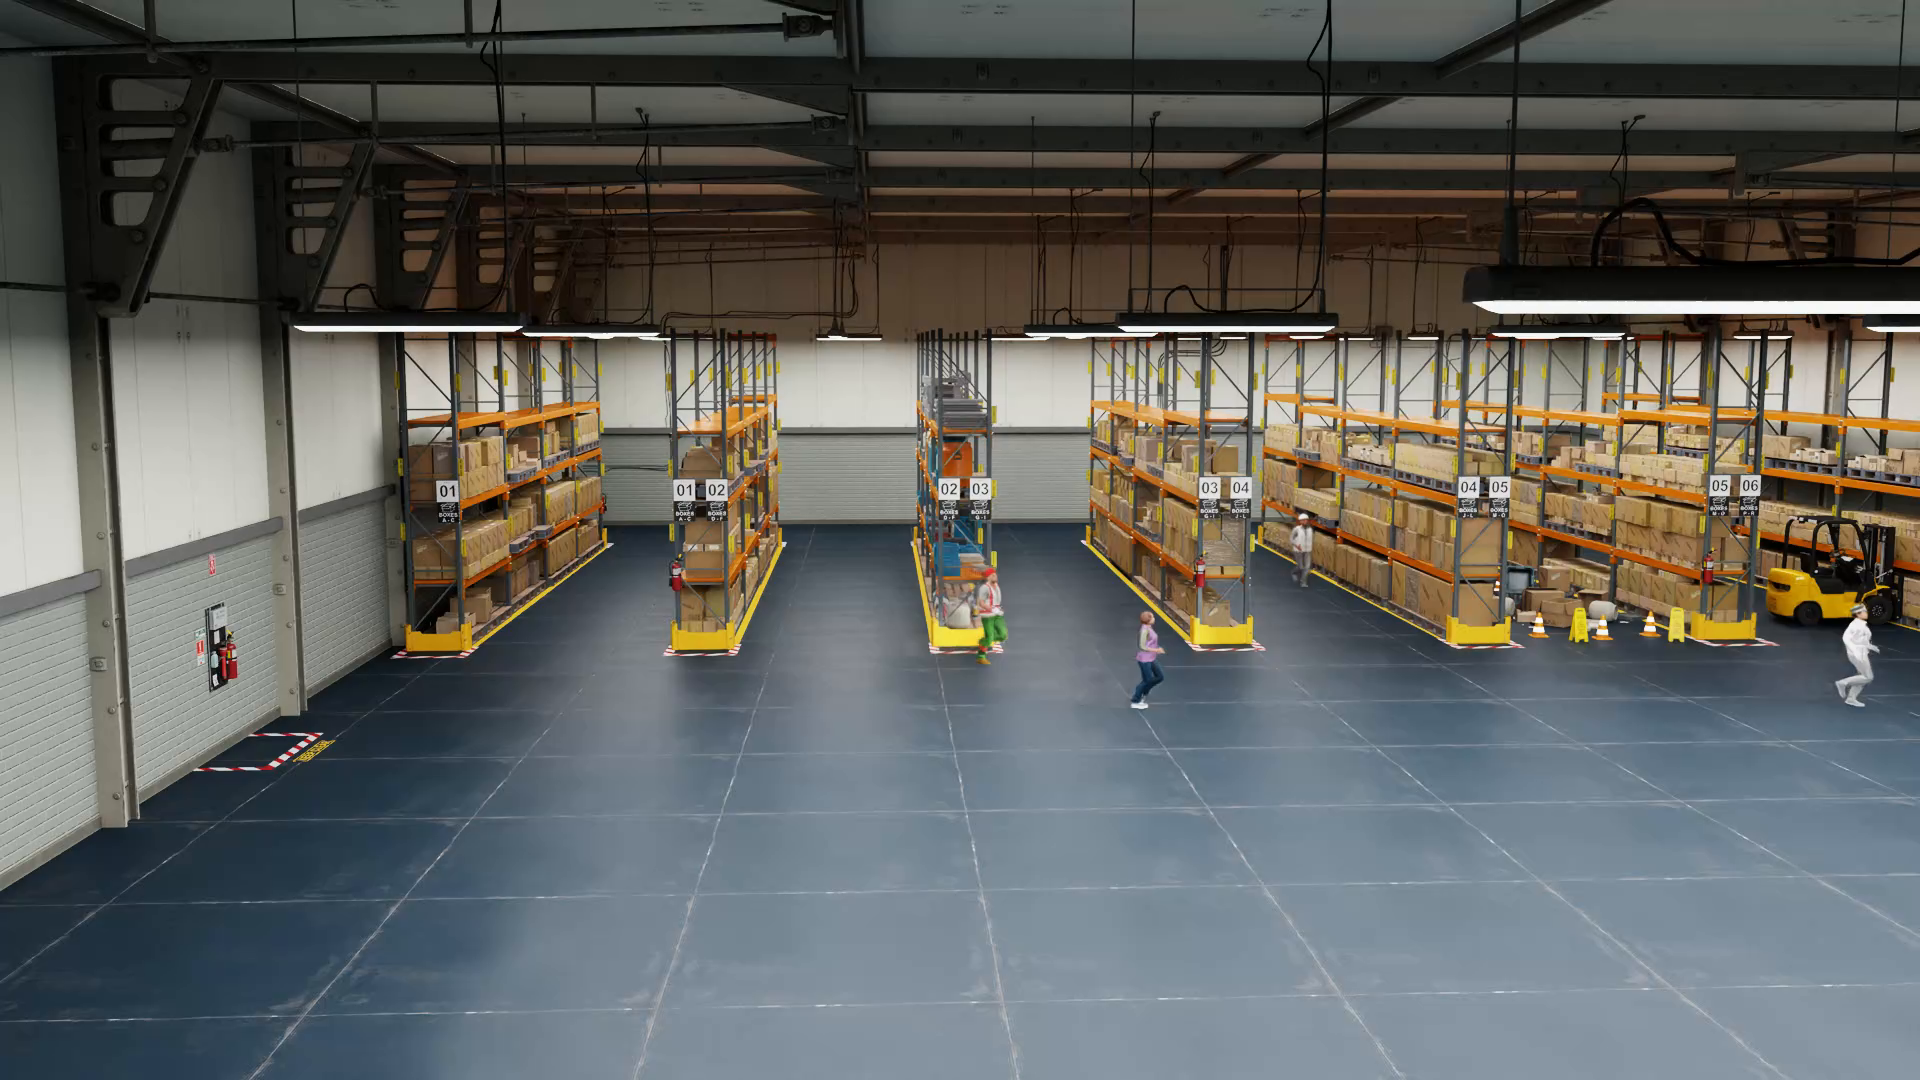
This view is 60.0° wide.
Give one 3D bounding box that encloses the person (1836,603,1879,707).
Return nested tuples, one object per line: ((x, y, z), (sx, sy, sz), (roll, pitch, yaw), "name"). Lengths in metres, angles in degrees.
((14.227, 1.814, 26.327), (0.550, 1.658, 0.623), (5, 9, 38), "person")

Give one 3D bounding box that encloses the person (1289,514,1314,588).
((8.070, 0.246, 39.185), (0.651, 1.738, 0.726), (-1, 7, -12), "person")

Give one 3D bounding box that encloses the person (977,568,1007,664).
((0.590, 1.358, 29.789), (0.655, 1.740, 0.695), (5, 8, 36), "person")

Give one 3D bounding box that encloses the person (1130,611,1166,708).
((2.960, 1.879, 26.035), (0.586, 1.549, 0.508), (3, 7, 20), "person")
